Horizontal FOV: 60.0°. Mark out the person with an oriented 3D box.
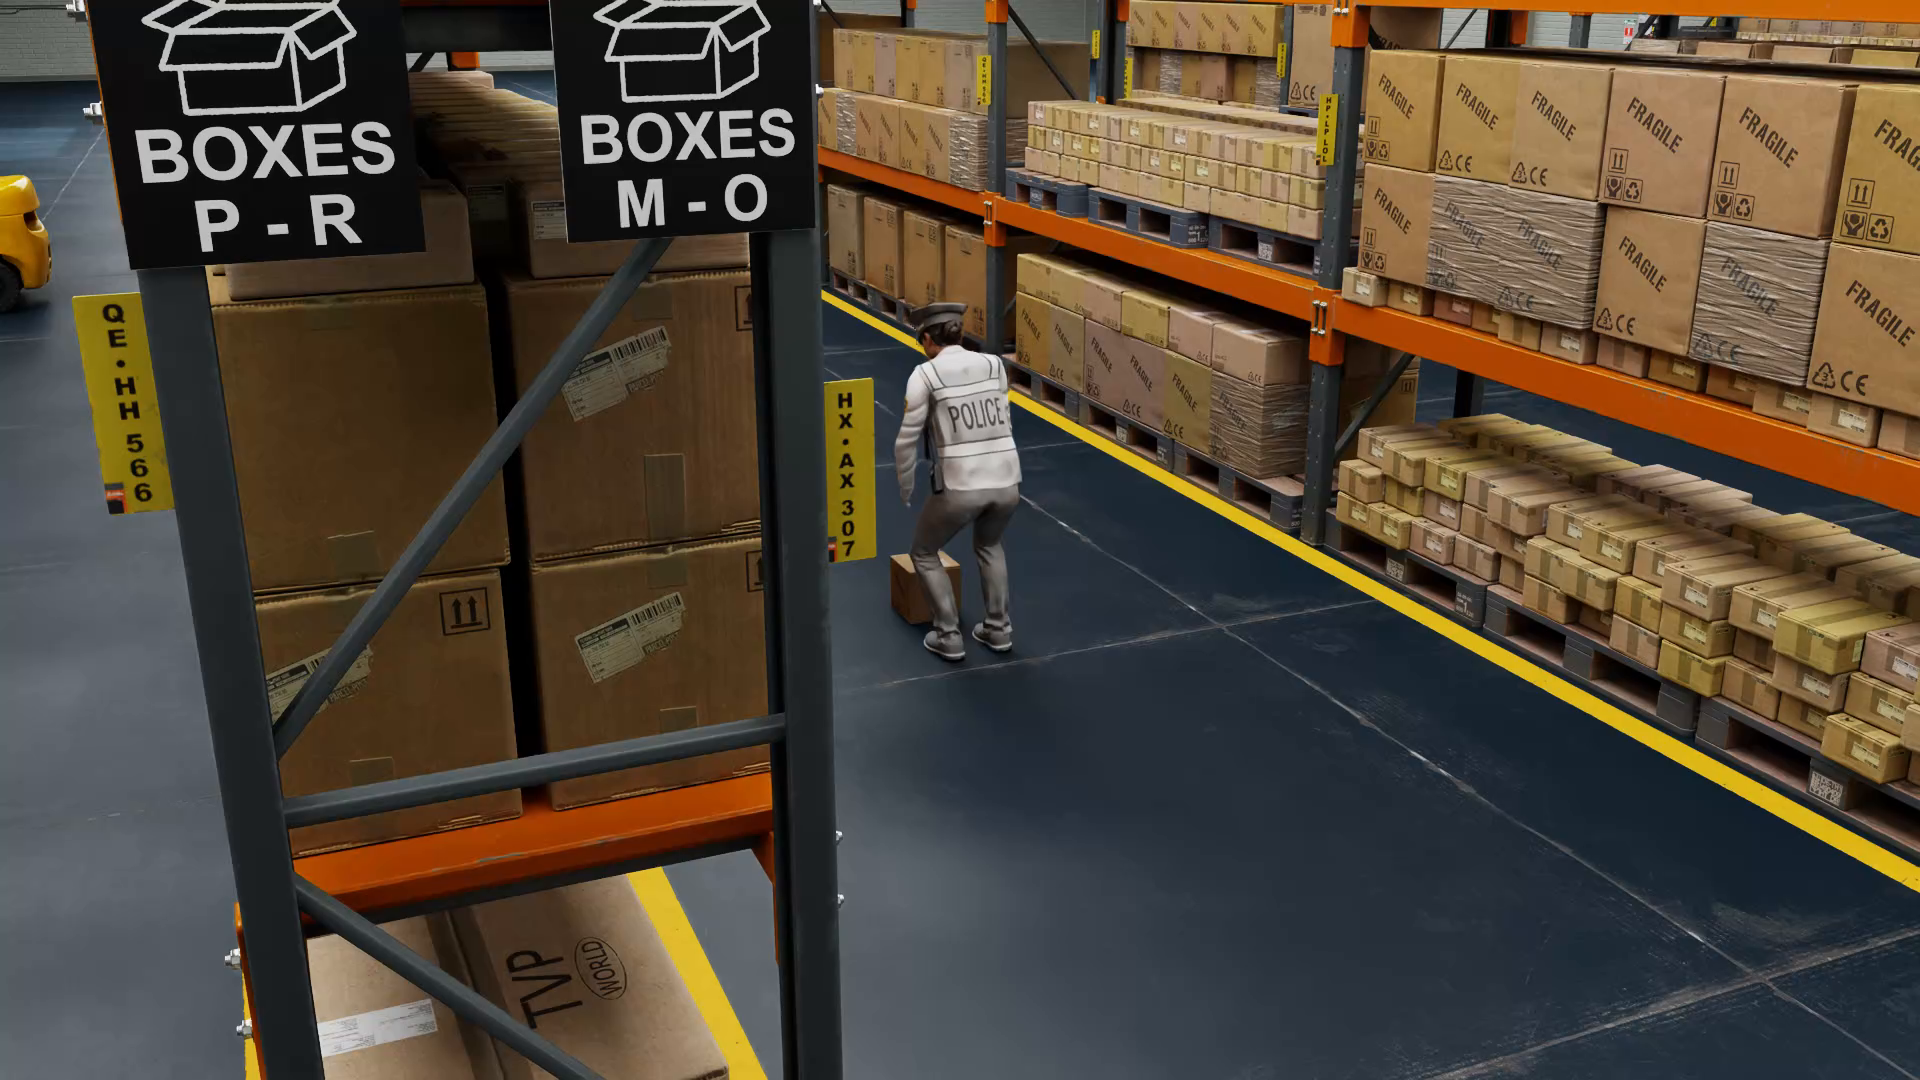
[{"bbox_3d":[-0.017,-0.245,7.045,0.529,1.501,0.607,-8,20,-21],"label":"person"}]
